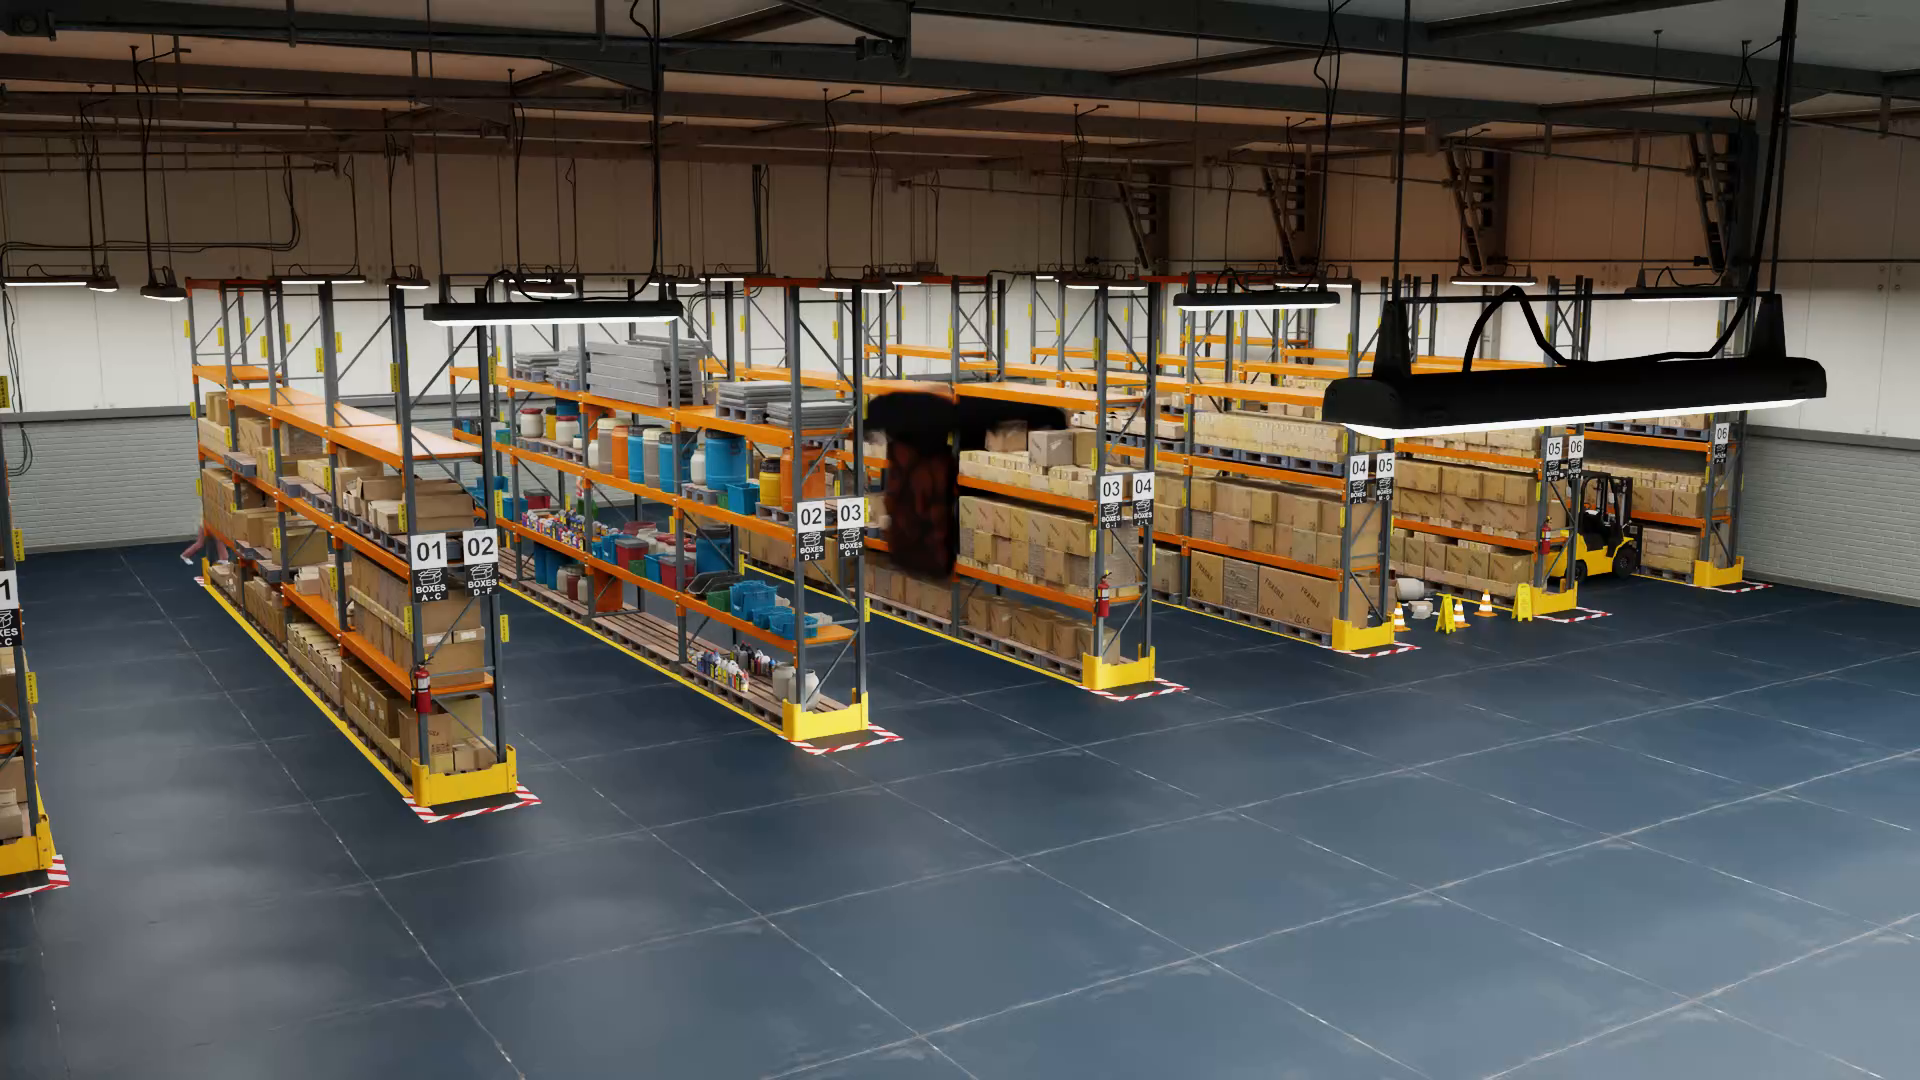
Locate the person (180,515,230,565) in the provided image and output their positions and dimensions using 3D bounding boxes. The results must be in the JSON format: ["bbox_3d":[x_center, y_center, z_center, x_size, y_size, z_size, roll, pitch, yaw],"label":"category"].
[{"bbox_3d":[-15.712,-0.240,34.605,1.032,1.639,0.619,-2,10,-13],"label":"person"}]

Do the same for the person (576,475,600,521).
[{"bbox_3d":[-8.598,-0.922,38.064,0.806,1.845,0.638,-7,12,-36],"label":"person"}]
